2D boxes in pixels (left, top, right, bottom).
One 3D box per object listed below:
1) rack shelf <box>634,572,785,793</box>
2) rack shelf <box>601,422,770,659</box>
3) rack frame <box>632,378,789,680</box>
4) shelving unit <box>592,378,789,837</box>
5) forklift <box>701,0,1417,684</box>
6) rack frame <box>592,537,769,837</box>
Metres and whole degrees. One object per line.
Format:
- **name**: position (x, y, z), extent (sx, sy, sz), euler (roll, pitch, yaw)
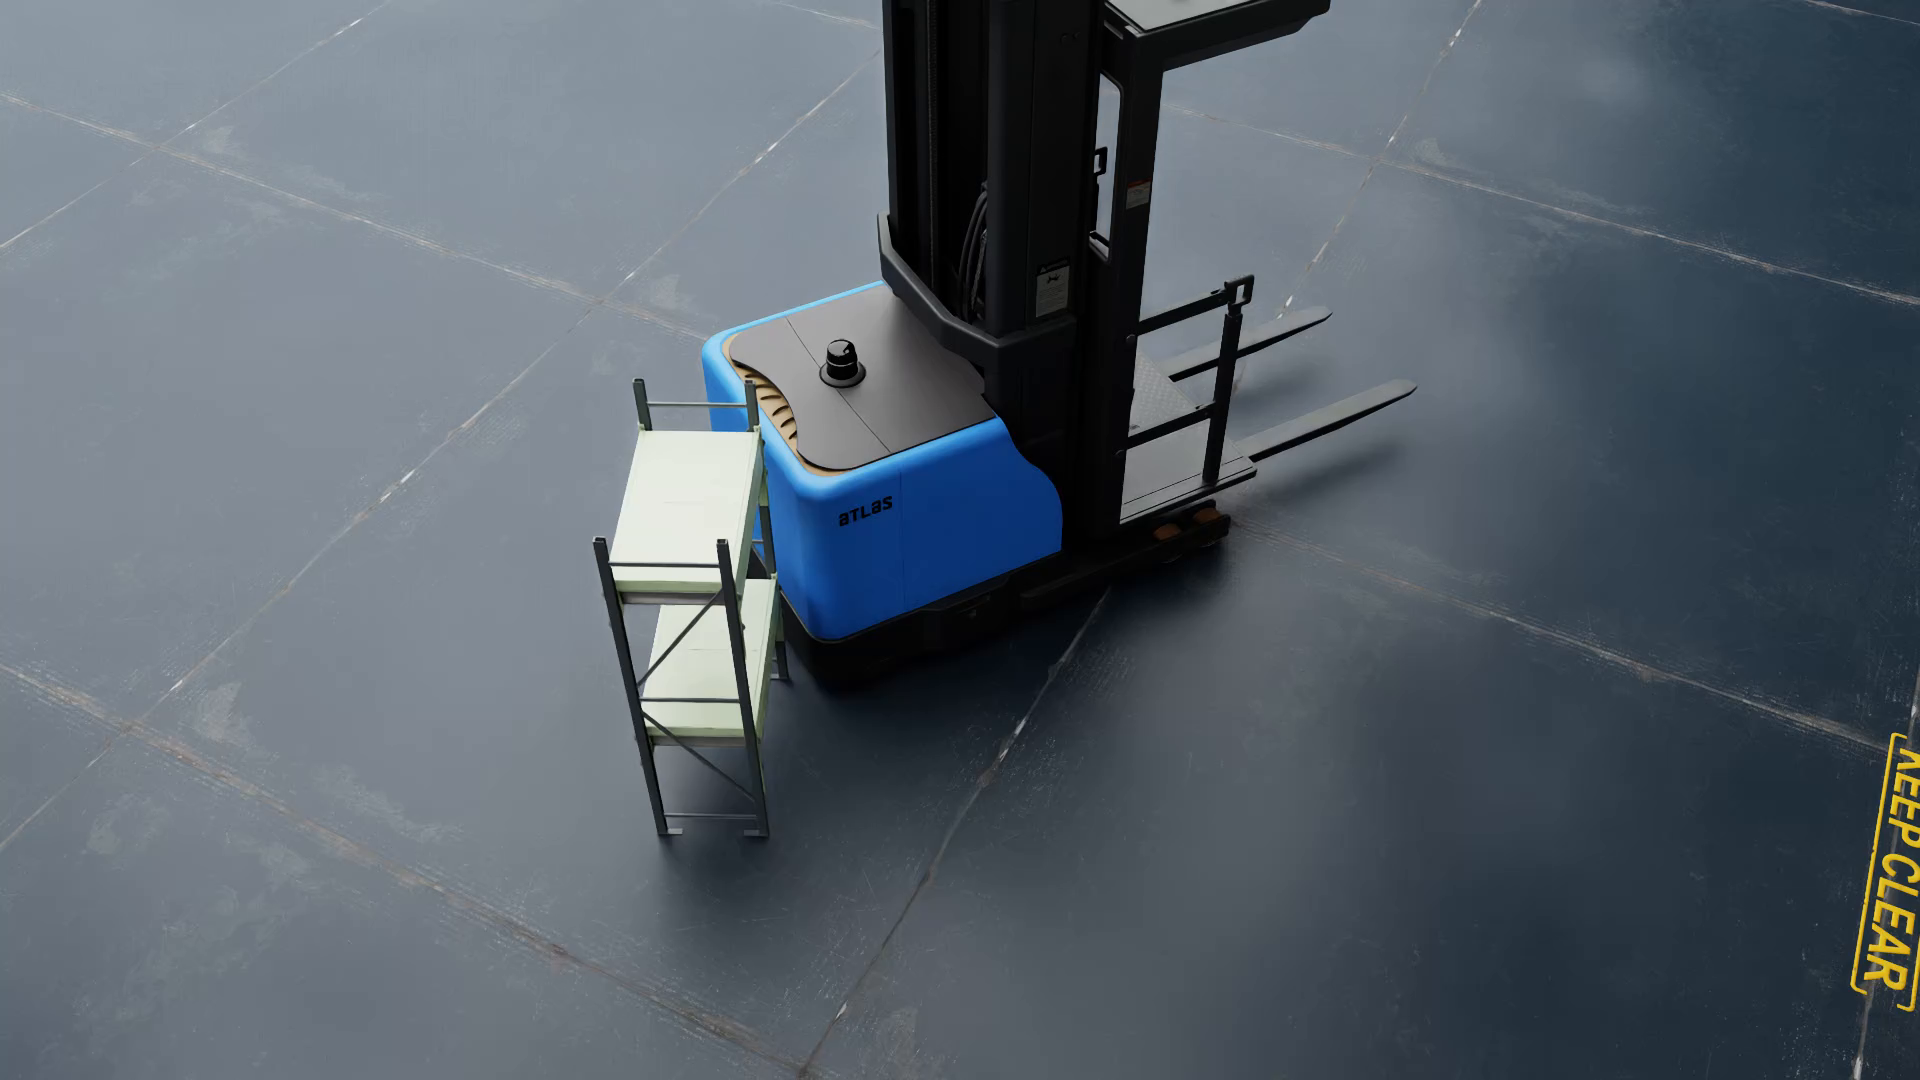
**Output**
- **rack shelf**: position (-0.879, 0.497, 5.943), extent (0.431, 0.370, 0.720), euler (1, 45, 1)
- **rack shelf**: position (-0.879, -0.006, 5.433), extent (0.431, 0.370, 0.720), euler (1, 45, 1)
- **rack frame**: position (-0.871, 0.008, 5.968), extent (0.400, 1.500, 0.023), euler (1, 45, 1)
- **shelving unit**: position (-0.879, 0.268, 5.711), extent (0.431, 1.500, 0.755), euler (1, 45, 1)
- **forklift**: position (0.549, -1.245, 6.200), extent (3.031, 2.935, 1.130), euler (-21, 49, -20)
- **rack frame**: position (-0.887, 0.528, 5.453), extent (0.400, 1.500, 0.023), euler (1, 45, 1)
